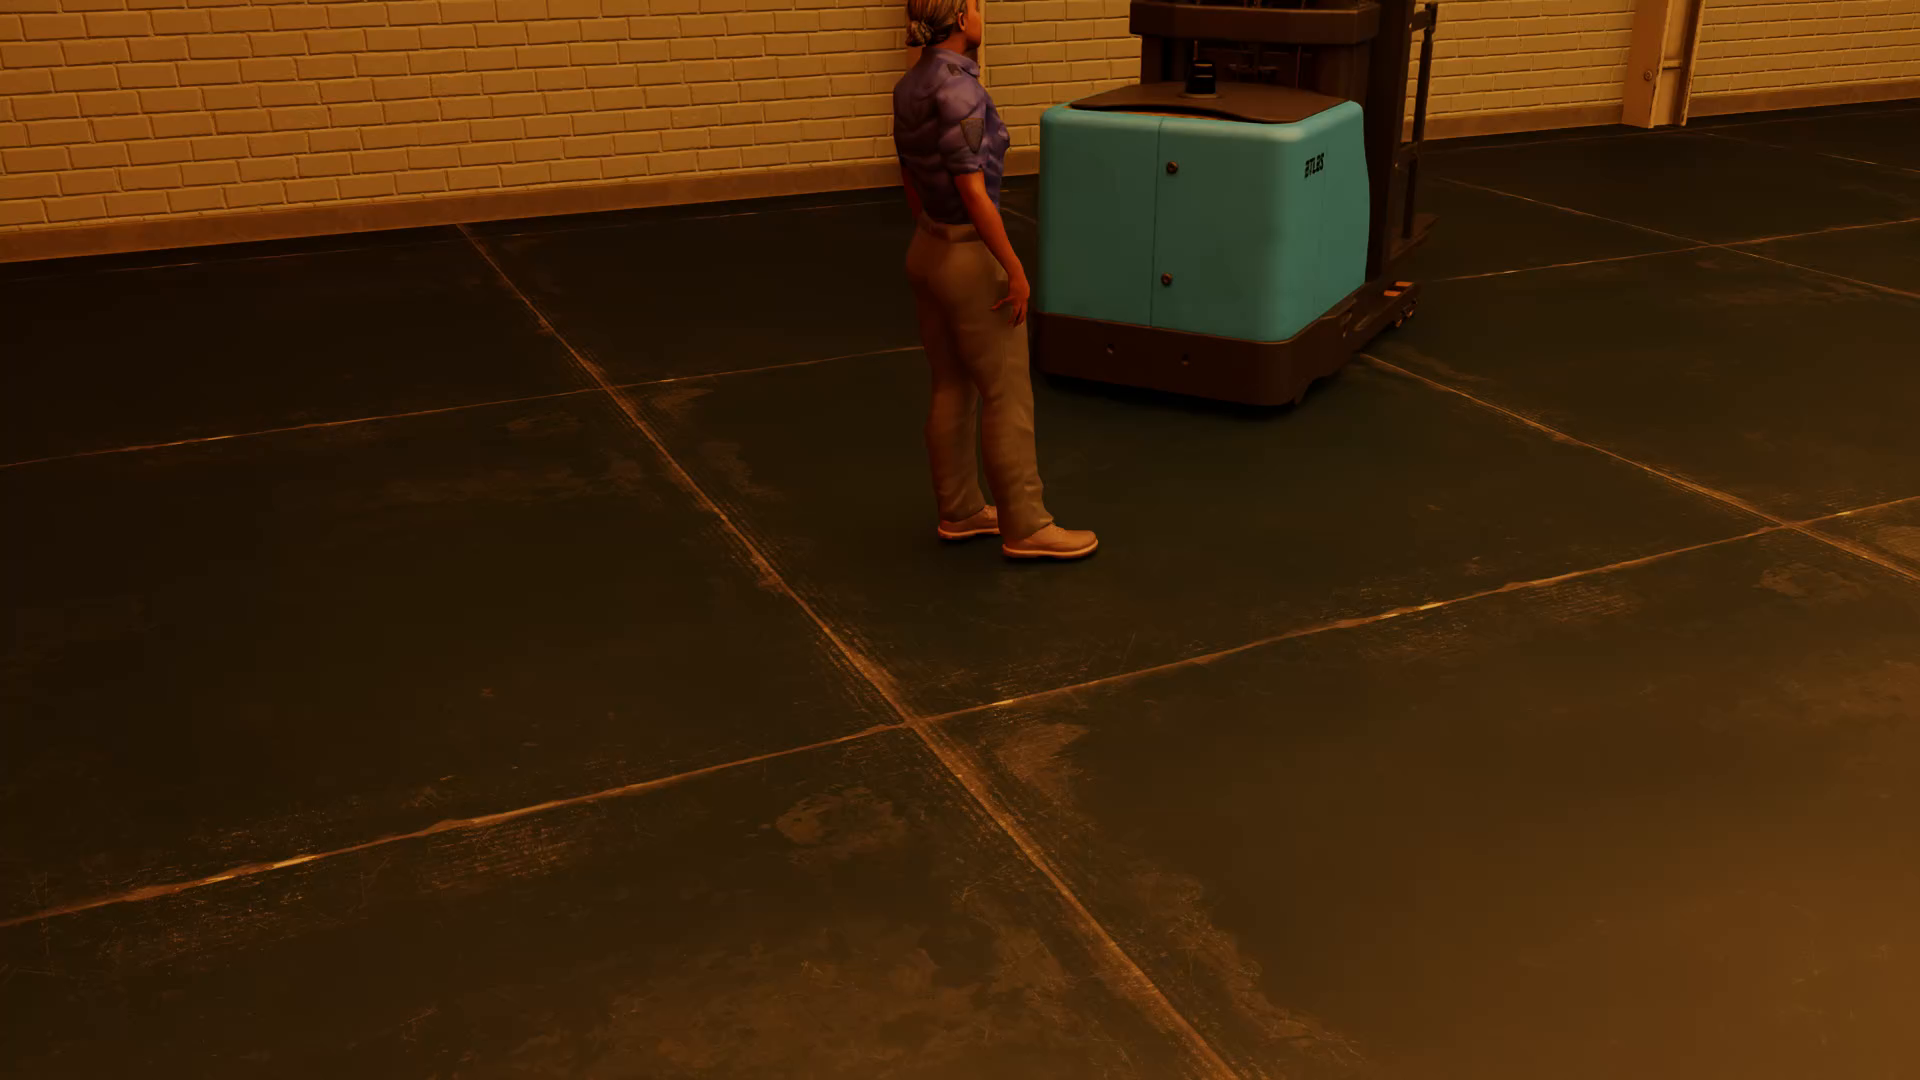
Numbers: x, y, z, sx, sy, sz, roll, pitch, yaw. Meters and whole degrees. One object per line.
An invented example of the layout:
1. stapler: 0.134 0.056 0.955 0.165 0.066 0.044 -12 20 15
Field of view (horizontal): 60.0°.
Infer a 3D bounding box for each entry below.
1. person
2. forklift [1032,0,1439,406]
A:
1. person: 0.088 -0.778 4.805 0.503 1.656 0.570 -10 25 -23
2. forklift: 1.433 -2.368 6.987 1.130 2.935 3.031 12 25 26
